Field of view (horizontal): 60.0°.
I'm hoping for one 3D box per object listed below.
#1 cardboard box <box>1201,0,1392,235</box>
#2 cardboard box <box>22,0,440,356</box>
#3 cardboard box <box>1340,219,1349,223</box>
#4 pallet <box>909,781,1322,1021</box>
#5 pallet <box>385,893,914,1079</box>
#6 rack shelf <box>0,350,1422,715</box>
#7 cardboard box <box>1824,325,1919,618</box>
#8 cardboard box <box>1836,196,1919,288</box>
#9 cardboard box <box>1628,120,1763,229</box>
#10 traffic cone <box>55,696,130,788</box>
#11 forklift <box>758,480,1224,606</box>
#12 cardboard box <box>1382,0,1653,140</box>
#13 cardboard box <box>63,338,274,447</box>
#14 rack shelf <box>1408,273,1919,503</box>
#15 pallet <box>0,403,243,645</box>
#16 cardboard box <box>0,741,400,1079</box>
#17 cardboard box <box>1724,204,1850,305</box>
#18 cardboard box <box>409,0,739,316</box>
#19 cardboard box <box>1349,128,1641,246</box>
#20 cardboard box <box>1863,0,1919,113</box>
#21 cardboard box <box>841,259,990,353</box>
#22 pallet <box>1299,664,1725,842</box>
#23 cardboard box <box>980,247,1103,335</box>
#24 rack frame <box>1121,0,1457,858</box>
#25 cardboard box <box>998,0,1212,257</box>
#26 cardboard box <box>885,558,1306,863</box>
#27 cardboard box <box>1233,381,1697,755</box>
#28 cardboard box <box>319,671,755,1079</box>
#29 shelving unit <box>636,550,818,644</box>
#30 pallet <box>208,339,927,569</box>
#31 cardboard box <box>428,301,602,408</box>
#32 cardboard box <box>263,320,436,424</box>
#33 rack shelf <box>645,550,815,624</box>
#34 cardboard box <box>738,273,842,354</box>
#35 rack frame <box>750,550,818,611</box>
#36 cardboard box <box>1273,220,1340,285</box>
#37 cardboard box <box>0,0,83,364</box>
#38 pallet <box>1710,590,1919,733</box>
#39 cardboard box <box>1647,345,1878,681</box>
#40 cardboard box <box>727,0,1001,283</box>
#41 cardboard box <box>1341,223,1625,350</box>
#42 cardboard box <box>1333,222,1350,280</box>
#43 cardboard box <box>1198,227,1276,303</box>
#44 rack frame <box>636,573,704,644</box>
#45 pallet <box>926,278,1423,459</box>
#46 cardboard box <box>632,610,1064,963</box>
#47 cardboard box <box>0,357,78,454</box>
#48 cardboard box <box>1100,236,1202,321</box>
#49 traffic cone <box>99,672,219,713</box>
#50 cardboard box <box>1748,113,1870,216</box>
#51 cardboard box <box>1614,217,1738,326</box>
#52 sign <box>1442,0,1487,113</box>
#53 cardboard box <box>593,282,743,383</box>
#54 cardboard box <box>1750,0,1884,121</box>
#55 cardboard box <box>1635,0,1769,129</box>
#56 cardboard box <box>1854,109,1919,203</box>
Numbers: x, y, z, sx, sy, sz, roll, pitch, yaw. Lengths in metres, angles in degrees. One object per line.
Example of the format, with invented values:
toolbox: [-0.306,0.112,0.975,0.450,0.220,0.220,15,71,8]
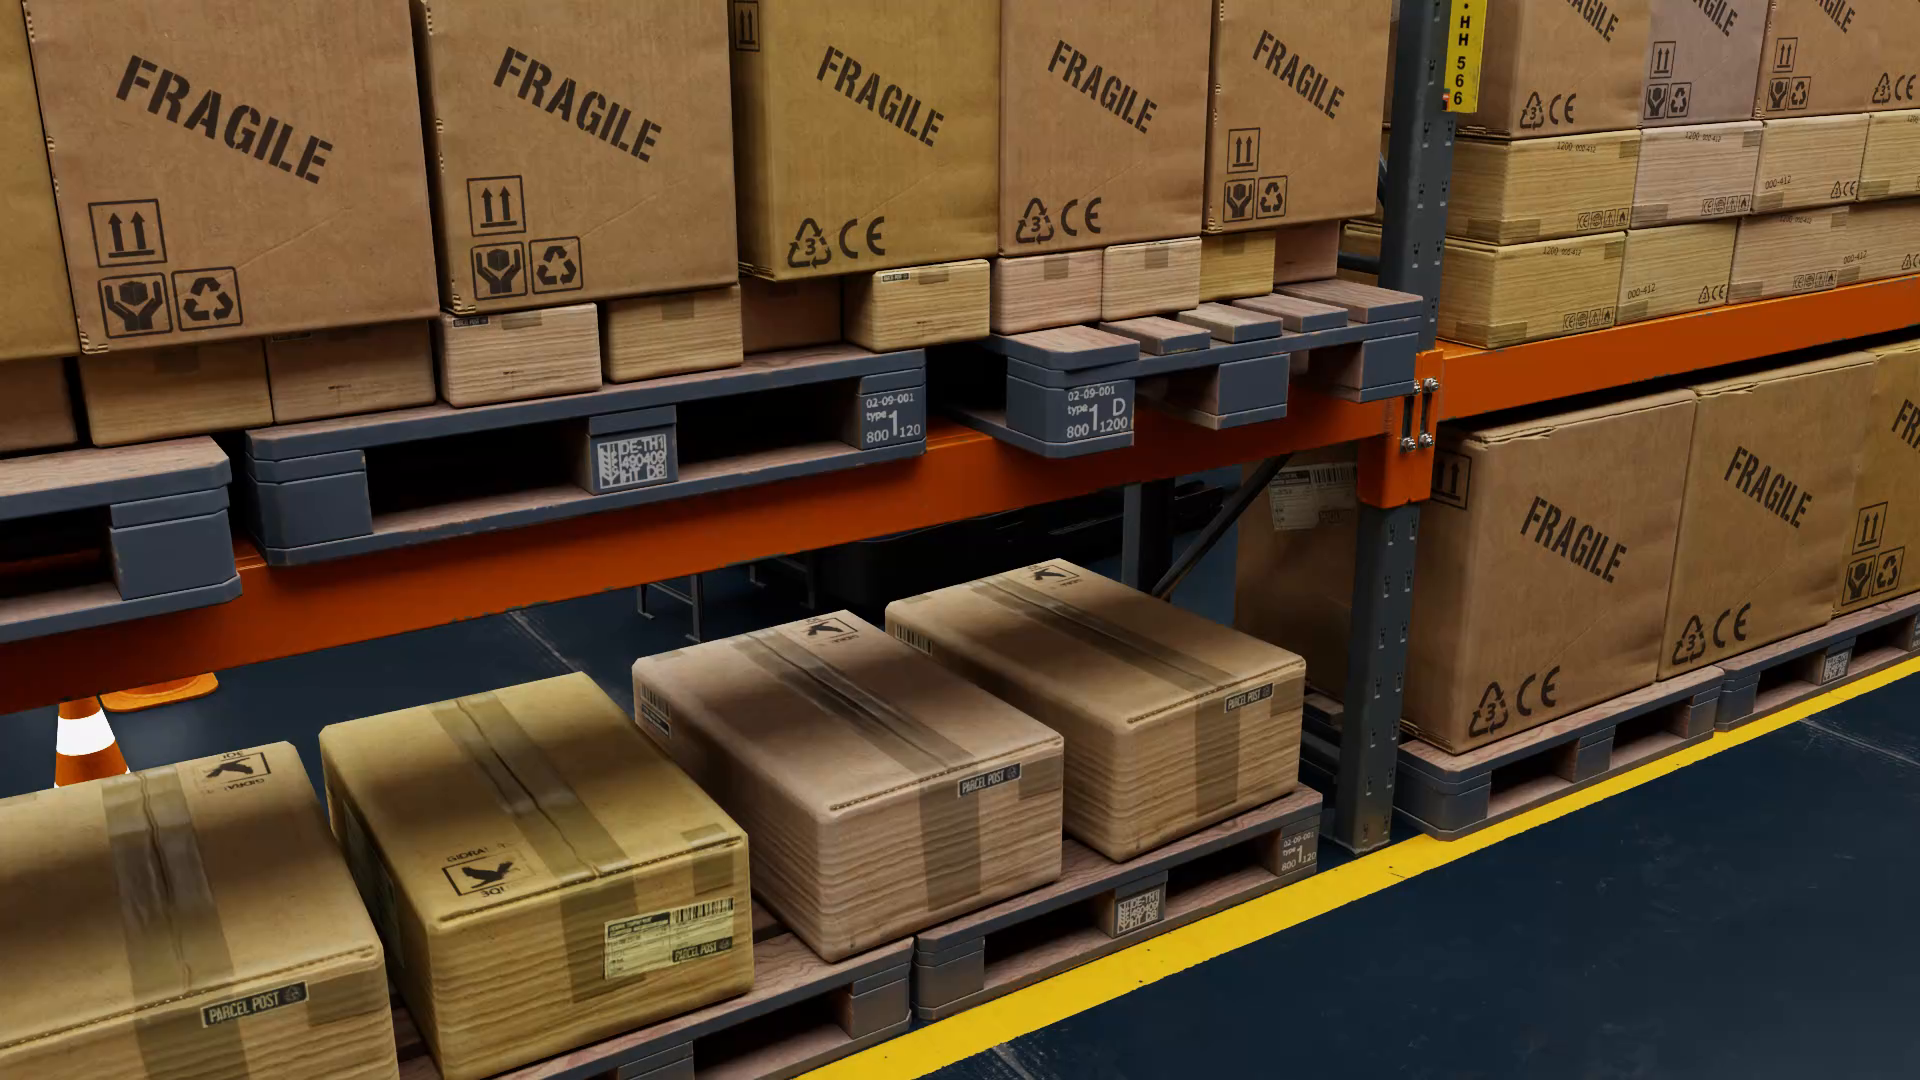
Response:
cardboard box: [0.577,-0.974,3.665,0.500,0.500,0.500,-13,22,-33]
cardboard box: [-1.150,-0.601,2.564,0.500,0.500,0.500,-12,22,-32]
cardboard box: [1.068,-1.060,4.650,0.500,0.250,0.500,-12,22,-32]
pallet: [0.150,0.717,4.294,1.213,0.211,1.003,-12,22,-31]
pallet: [-0.868,0.931,3.662,1.213,0.211,1.003,-12,22,-31]
rack shelf: [-0.867,-0.048,3.326,4.000,0.370,1.077,-12,22,-31]
cardboard box: [2.920,-0.346,5.747,0.875,0.875,0.875,-11,22,-30]
cardboard box: [2.621,-0.963,5.143,0.500,0.250,0.500,-12,22,-31]
cardboard box: [1.795,-1.021,4.534,0.500,0.250,0.500,-11,22,-30]
traffic cone: [-2.272,0.572,4.329,0.334,0.463,0.336,-12,22,-31]
forklift: [0.464,-1.521,6.668,3.031,2.935,1.130,-16,24,-39]
cardboard box: [1.350,-1.284,4.140,0.500,0.500,0.500,-13,22,-33]
cardboard box: [-1.256,-0.275,2.612,0.250,0.149,0.380,-12,22,-31]
rack shelf: [2.474,-0.753,5.410,4.000,0.370,1.077,-12,22,-31]
pallet: [-1.819,-0.041,2.483,1.213,0.211,1.003,-12,22,-31]
cardboard box: [-1.502,0.789,3.175,0.625,0.372,0.950,-10,21,-28]
cardboard box: [2.211,-0.875,4.883,0.500,0.250,0.500,-11,22,-30]
cardboard box: [-0.726,-0.695,2.840,0.500,0.500,0.500,-13,23,-34]
cardboard box: [1.362,-0.930,4.266,0.500,0.250,0.500,-12,22,-32]
cardboard box: [2.623,-1.548,4.924,0.500,0.500,0.500,-12,22,-31]
cardboard box: [-0.148,-0.483,3.226,0.250,0.149,0.380,-11,22,-30]
pallet: [1.503,0.461,5.051,1.213,0.211,1.003,-12,22,-31]
cardboard box: [0.075,-0.535,3.381,0.250,0.149,0.380,-13,23,-34]
rack frame: [0.803,-0.741,4.253,0.127,3.000,1.000,-12,22,-31]
cardboard box: [0.151,-0.880,3.387,0.500,0.500,0.500,-12,22,-32]
cardboard box: [0.326,0.402,4.320,0.625,0.372,0.950,-14,23,-35]
cardboard box: [1.426,-0.033,4.820,0.875,0.875,0.875,-12,22,-32]
cardboard box: [-0.922,0.666,3.539,0.625,0.372,0.950,-11,22,-30]
shelving unit: [-0.834,-0.736,5.642,0.503,2.100,0.431,-16,24,-39]
pallet: [-0.827,-0.291,3.220,1.213,0.211,1.003,-12,22,-31]
cardboard box: [-0.798,-0.351,2.837,0.250,0.149,0.380,-11,22,-29]
cardboard box: [-1.049,-0.318,2.740,0.250,0.149,0.380,-12,22,-31]
rack shelf: [-0.834,-0.060,5.871,0.480,0.518,0.431,-16,24,-39]
cardboard box: [-0.427,-0.472,3.195,0.250,0.149,0.380,-12,22,-31]
rack frame: [-0.652,-0.788,5.796,0.015,2.100,0.400,-16,24,-39]
cardboard box: [0.659,-0.700,3.869,0.250,0.149,0.380,-11,22,-29]
cardboard box: [-1.570,-0.518,2.317,0.500,0.500,0.500,-12,22,-31]
pallet: [2.521,0.248,5.683,1.213,0.211,1.003,-12,22,-31]
cardboard box: [2.173,-0.189,5.282,0.875,0.875,0.875,-12,22,-31]
cardboard box: [-0.270,-0.791,3.123,0.500,0.500,0.500,-14,23,-35]
cardboard box: [1.351,-0.689,4.333,0.500,0.250,0.500,-12,22,-32]
cardboard box: [1.083,-0.829,4.746,0.500,0.250,0.500,-13,23,-33]
cardboard box: [0.475,-0.634,3.672,0.250,0.149,0.380,-12,22,-31]
rack frame: [-1.016,-0.684,5.489,0.015,2.100,0.400,-16,24,-39]
pallet: [0.267,-0.496,3.828,1.003,0.211,1.213,-12,22,-31]
cardboard box: [-0.286,0.534,3.929,0.625,0.372,0.950,-12,22,-32]
cardboard box: [-1.494,-0.241,2.511,0.250,0.149,0.380,-10,21,-28]
cardboard box: [0.289,-0.577,3.506,0.250,0.149,0.380,-12,22,-32]
traffic cone: [-2.579,0.254,5.271,0.334,0.463,0.336,-12,22,-31]
cardboard box: [2.218,-1.105,4.784,0.500,0.250,0.500,-12,22,-32]
cardboard box: [1.770,-0.784,4.615,0.500,0.250,0.500,-13,22,-33]
sign: [1.110,-1.109,3.656,0.005,0.325,0.100,-12,22,-31]
cardboard box: [-0.591,-0.406,2.999,0.250,0.149,0.380,-13,22,-33]
cardboard box: [2.199,-1.460,4.664,0.500,0.500,0.500,-11,22,-30]
cardboard box: [1.759,-1.373,4.407,0.500,0.500,0.500,-12,22,-31]
cardboard box: [2.649,-1.191,5.038,0.500,0.250,0.500,-11,22,-30]
